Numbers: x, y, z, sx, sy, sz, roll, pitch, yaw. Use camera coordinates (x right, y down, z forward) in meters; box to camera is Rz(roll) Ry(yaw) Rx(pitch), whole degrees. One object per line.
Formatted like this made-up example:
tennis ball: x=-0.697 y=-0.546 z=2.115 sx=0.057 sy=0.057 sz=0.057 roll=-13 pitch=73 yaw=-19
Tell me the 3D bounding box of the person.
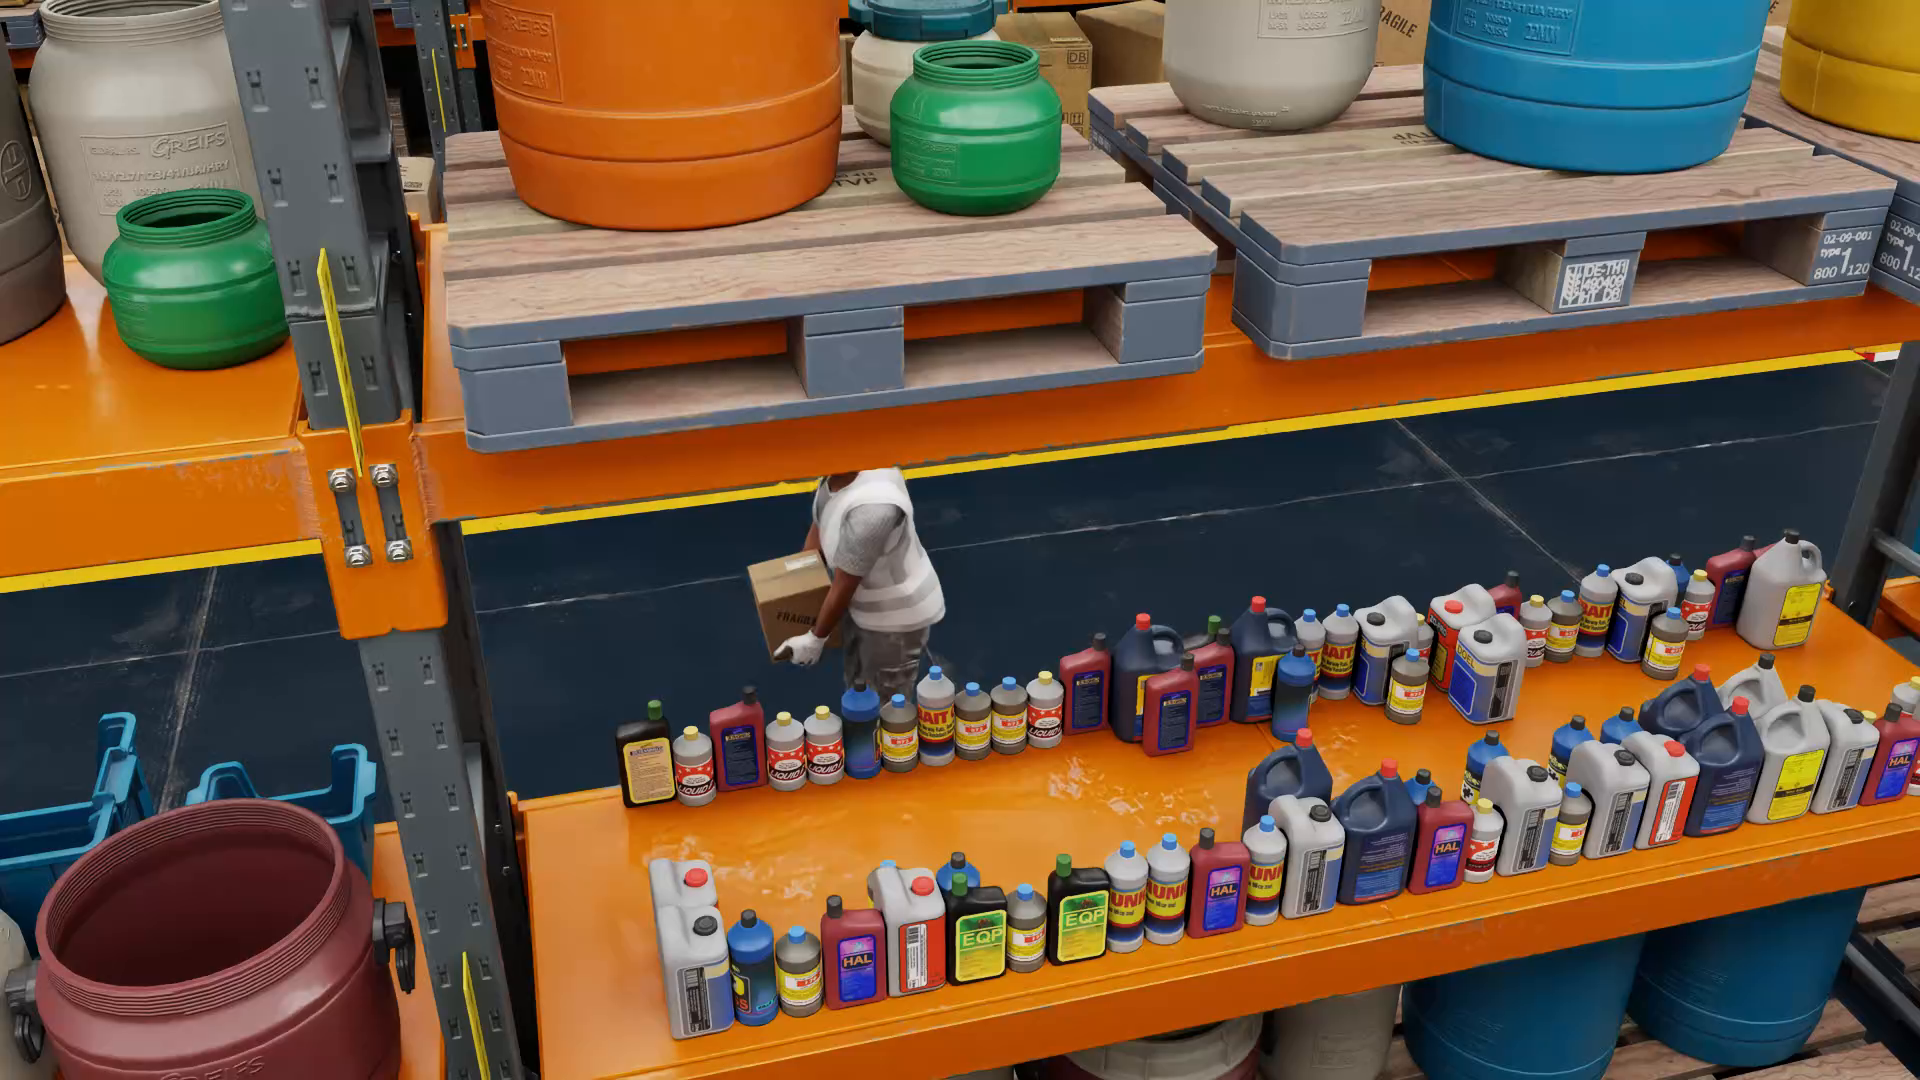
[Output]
person: x=-0.359 y=0.259 z=5.685 sx=0.603 sy=1.758 sz=0.490 roll=-8 pitch=31 yaw=-13
